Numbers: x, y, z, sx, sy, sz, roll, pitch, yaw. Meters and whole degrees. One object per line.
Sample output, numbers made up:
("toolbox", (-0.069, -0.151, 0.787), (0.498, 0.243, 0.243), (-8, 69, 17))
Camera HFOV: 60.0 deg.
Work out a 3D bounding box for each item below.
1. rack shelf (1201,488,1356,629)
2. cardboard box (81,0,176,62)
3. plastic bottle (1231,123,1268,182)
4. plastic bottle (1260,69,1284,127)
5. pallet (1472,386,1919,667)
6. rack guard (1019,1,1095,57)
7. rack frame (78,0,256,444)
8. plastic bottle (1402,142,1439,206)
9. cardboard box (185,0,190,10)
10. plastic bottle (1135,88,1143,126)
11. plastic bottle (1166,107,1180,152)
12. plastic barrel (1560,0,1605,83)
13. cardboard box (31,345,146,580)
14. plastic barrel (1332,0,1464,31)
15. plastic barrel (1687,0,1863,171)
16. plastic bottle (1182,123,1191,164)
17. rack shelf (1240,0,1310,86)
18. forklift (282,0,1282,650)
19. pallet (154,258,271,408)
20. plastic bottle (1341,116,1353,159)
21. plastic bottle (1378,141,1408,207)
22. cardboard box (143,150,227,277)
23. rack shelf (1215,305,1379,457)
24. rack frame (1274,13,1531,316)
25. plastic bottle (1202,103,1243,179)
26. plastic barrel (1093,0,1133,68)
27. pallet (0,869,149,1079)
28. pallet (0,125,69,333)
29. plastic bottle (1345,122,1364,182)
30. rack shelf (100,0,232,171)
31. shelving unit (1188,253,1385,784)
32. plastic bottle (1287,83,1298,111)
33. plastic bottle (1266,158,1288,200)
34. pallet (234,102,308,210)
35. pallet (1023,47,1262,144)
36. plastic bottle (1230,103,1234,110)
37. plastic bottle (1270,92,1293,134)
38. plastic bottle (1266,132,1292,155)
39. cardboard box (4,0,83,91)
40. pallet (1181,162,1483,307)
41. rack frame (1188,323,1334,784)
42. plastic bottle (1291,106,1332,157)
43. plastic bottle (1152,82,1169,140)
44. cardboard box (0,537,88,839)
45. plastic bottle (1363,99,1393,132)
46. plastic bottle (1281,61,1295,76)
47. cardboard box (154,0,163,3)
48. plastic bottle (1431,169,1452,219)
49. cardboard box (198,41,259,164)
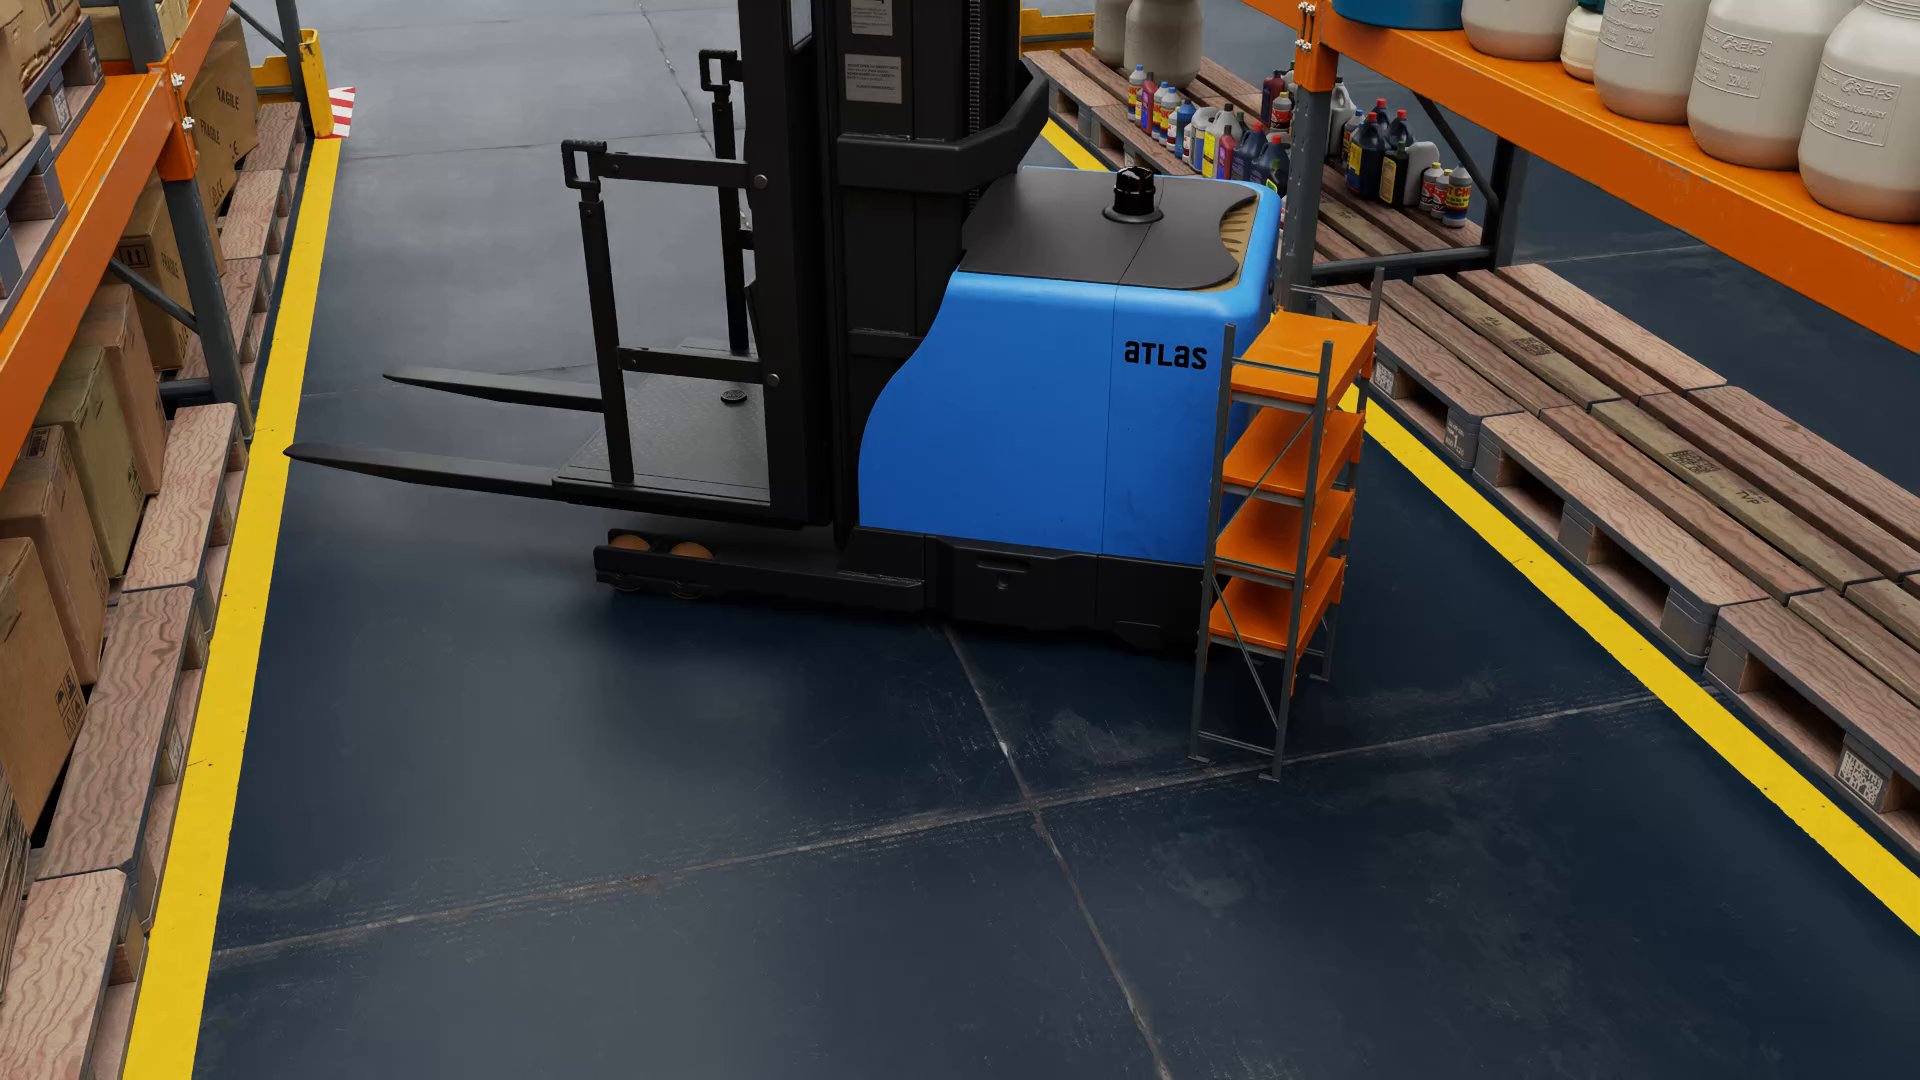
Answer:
("rack shelf", (0.802, 0.014, 4.163), (0.258, 0.148, 0.480), (13, 33, 22))
("cardboard box", (-2.751, -1.638, 5.337), (0.380, 0.149, 0.250), (-8, 31, -13))
("plastic bottle", (1.292, -1.671, 7.348), (0.144, 0.351, 0.185), (-9, 31, -16))
("plastic bottle", (1.578, -2.240, 8.398), (0.061, 0.283, 0.133), (-8, 31, -13))
("pallet", (2.365, -0.091, 5.196), (1.003, 0.211, 1.213), (-8, 31, -13))
("rack guard", (0.795, -3.082, 10.075), (1.175, 0.500, 0.348), (-8, 31, -13))
("rack frame", (-2.984, -1.603, 5.026), (1.000, 3.000, 0.127), (-8, 31, -13))
("plastic bottle", (2.017, -1.638, 7.366), (0.152, 0.276, 0.135), (-7, 31, -11))
("cardboard box", (-2.898, -1.878, 5.751), (0.380, 0.149, 0.250), (-8, 31, -13))
("plastic bottle", (0.938, -2.206, 8.421), (0.097, 0.201, 0.097), (0, 30, 0))
("plastic bottle", (1.054, -1.994, 8.055), (0.097, 0.201, 0.097), (0, 30, 0))
("plastic barrel", (1.995, -1.542, 5.058), (0.301, 0.262, 0.301), (0, 30, 0))
("cardboard box", (-2.733, -0.180, 4.622), (0.700, 0.500, 0.500), (-8, 31, -14))
("plastic barrel", (1.602, -2.252, 5.646), (0.600, 0.901, 0.708), (-8, 31, -13))
("plastic barrel", (2.144, -1.266, 4.308), (0.433, 0.535, 0.433), (0, 30, 0))
("plastic bottle", (1.109, -1.895, 7.884), (0.097, 0.201, 0.097), (0, 30, 0))
("rack shelf", (1.261, -2.917, 8.013), (1.077, 0.370, 4.000), (-8, 31, -13))
("forklift", (-0.607, -1.341, 4.641), (3.031, 2.935, 1.130), (7, 31, 12))
("pallet", (-3.196, -0.716, 6.277), (1.003, 0.211, 1.213), (-8, 31, -13))
("plastic bottle", (1.875, -1.917, 7.922), (0.097, 0.201, 0.097), (0, 30, 0))
("plastic bottle", (1.915, -1.627, 7.339), (0.061, 0.283, 0.133), (-8, 31, -13))
("cardboard box", (-3.211, -1.177, 6.366), (0.500, 0.500, 0.500), (2, 30, 3))
("rack shelf", (0.802, -0.384, 3.932), (0.258, 0.148, 0.480), (13, 33, 22))
("rack frame", (1.791, -2.262, 6.164), (1.000, 3.000, 0.127), (-8, 31, -13))
("plastic bottle", (1.206, -1.827, 7.618), (0.144, 0.351, 0.185), (-8, 31, -14))
("plastic barrel", (0.978, -2.991, 9.488), (0.421, 0.512, 0.421), (0, 30, 0))
("pallet", (-2.128, 1.158, 3.039), (1.003, 0.211, 1.213), (-8, 31, -13))
("pallet", (-2.487, -0.539, 3.378), (1.003, 0.211, 1.213), (-8, 31, -13))
("plastic bottle", (1.822, -1.770, 7.599), (0.097, 0.271, 0.097), (0, 30, 0))
("rack shelf", (-3.515, -2.258, 6.875), (1.077, 0.370, 4.000), (-8, 31, -13))
("shelving unit", (0.802, -0.044, 4.129), (0.258, 1.200, 0.503), (13, 33, 22))
("plastic bottle", (1.717, -2.184, 8.309), (0.152, 0.276, 0.135), (-9, 31, -15))
("plastic bottle", (1.346, -1.465, 7.059), (0.061, 0.283, 0.133), (-6, 31, -11))
("pallet", (-3.844, -1.895, 8.313), (1.003, 0.211, 1.213), (-8, 31, -13))
("pallet", (1.006, -2.563, 9.468), (1.003, 0.211, 1.213), (-8, 31, -13))
("plastic bottle", (1.269, -1.892, 7.796), (0.061, 0.283, 0.133), (-8, 31, -13))
("plastic bottle", (1.602, -2.126, 8.284), (0.097, 0.201, 0.097), (0, 30, 0))
("plastic bottle", (1.428, -1.671, 7.422), (0.152, 0.276, 0.135), (-8, 31, -13))
("cardboard box", (-2.908, -1.642, 4.075), (1.000, 1.000, 1.000), (-8, 31, -13))
("pallet", (1.653, -1.385, 7.432), (1.003, 0.211, 1.213), (-8, 31, -13))
("rack frame", (0.698, 0.066, 3.938), (0.240, 1.200, 0.015), (13, 33, 22))
("plastic bottle", (1.678, -1.983, 7.962), (0.152, 0.276, 0.135), (-8, 31, -13))
("plastic bottle", (1.002, -2.121, 8.204), (0.097, 0.271, 0.097), (0, 30, 0))
("cardboard box", (-2.436, 0.360, 3.690), (0.700, 0.500, 0.500), (-5, 30, -9))
("plastic bottle", (1.927, -1.842, 7.643), (0.144, 0.351, 0.185), (-9, 31, -15))
("plastic bottle", (1.689, -2.326, 8.546), (0.061, 0.283, 0.133), (-7, 31, -12))
("cardboard box", (-3.044, -2.001, 5.316), (0.875, 0.500, 0.500), (-8, 31, -13))
("plastic bottle", (2.103, -1.502, 7.206), (0.097, 0.201, 0.097), (0, 30, 0))
("cardboard box", (-3.704, -2.047, 7.869), (0.500, 0.500, 0.500), (0, 30, 0))
